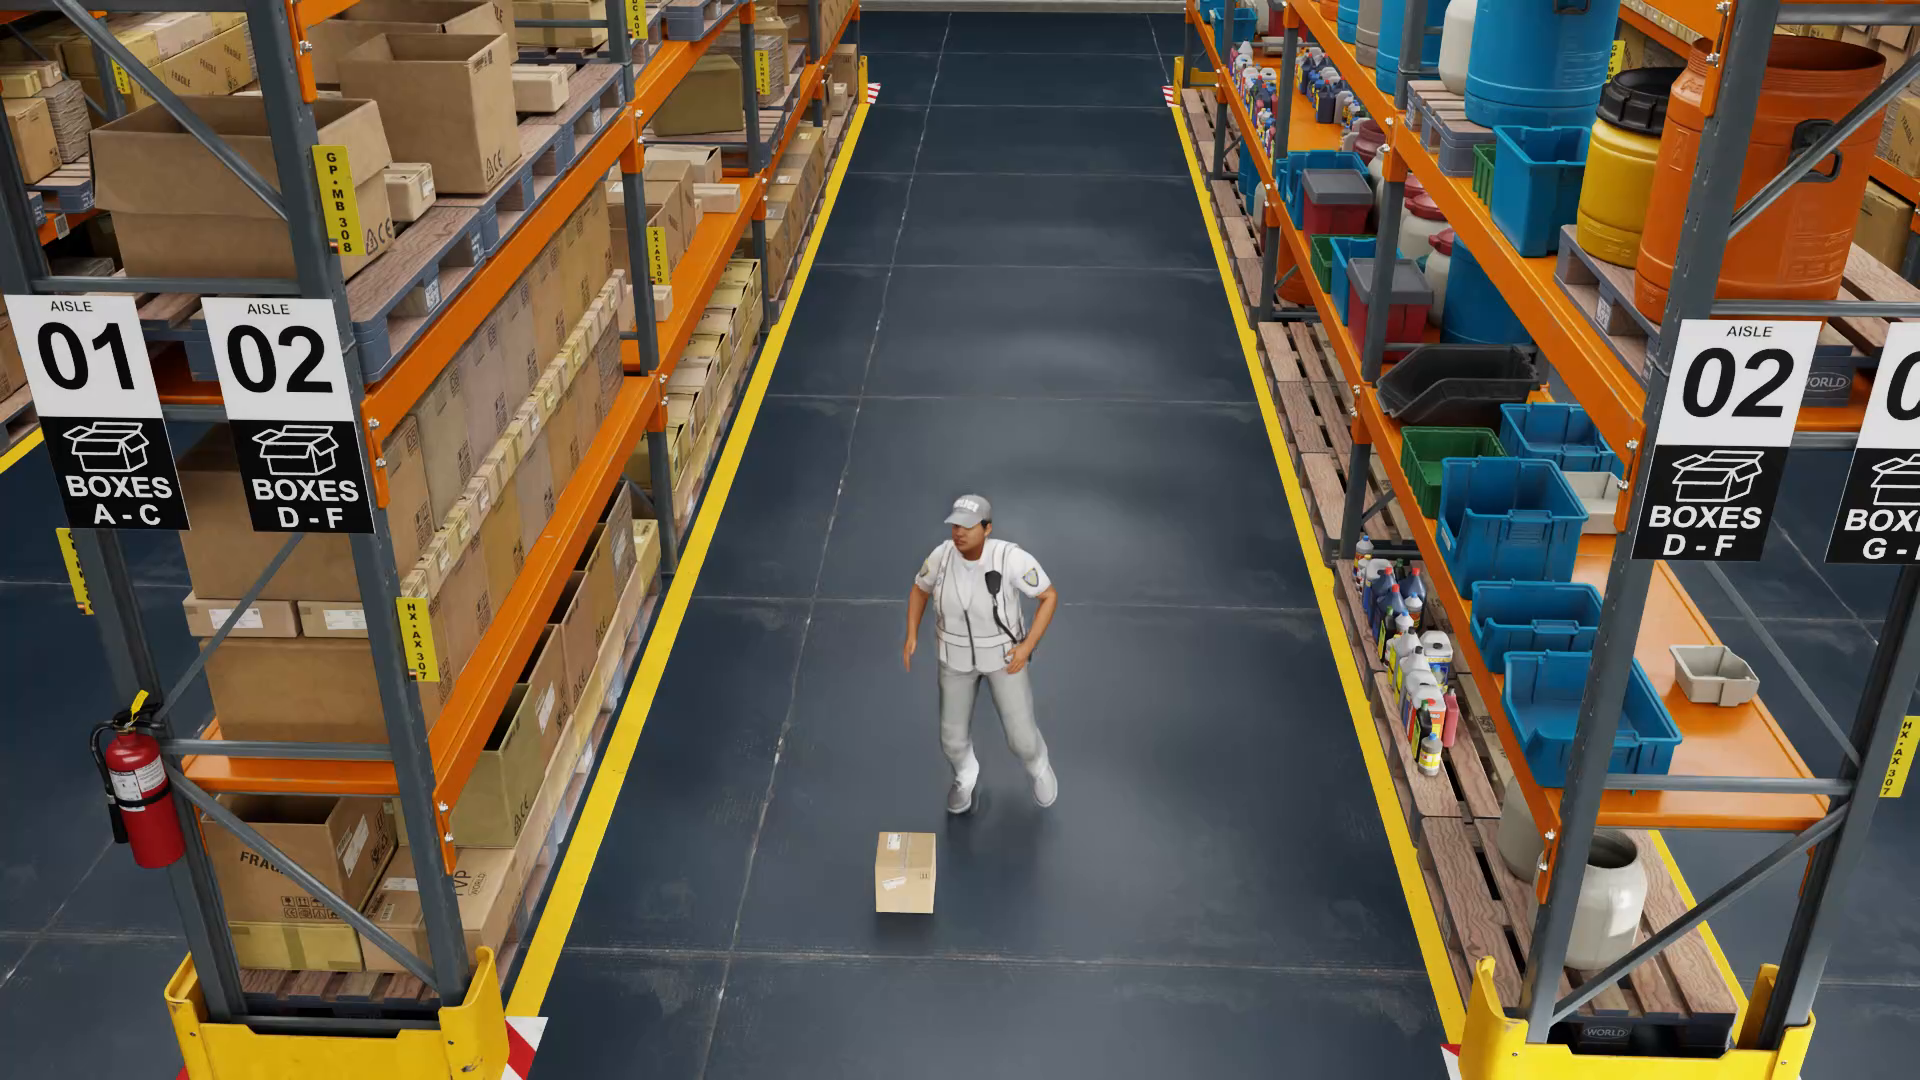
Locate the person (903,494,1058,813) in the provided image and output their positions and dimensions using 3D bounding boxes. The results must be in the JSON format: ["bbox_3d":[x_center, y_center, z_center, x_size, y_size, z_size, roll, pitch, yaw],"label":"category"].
[{"bbox_3d":[0.098,0.576,7.604,0.734,1.624,0.531,4,28,8],"label":"person"}]
